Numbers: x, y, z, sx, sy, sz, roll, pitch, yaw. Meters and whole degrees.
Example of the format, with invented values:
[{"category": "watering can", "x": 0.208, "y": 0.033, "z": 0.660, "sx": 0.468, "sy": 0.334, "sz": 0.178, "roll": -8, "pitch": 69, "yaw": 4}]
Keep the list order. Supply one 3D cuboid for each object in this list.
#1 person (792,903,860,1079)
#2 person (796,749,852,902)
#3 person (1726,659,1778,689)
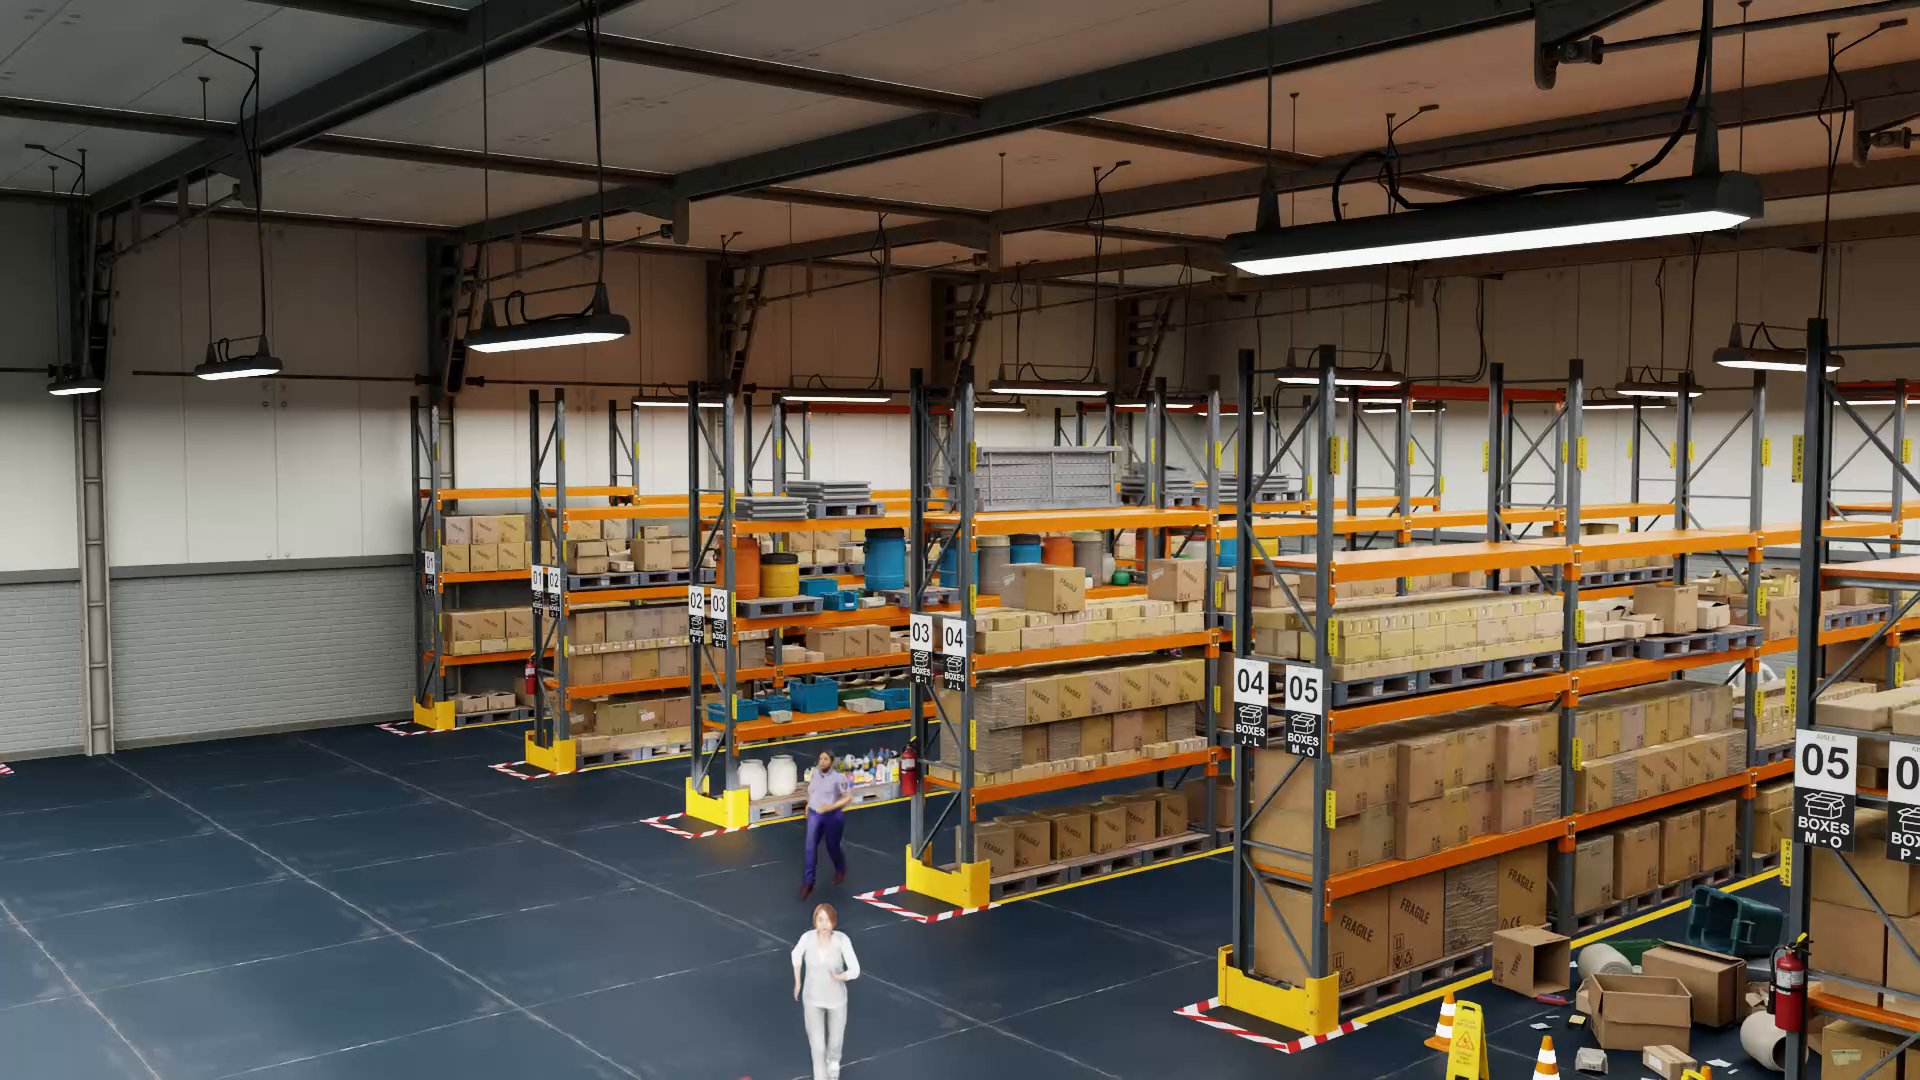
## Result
[{"category": "person", "x": -1.041, "y": 3.580, "z": 12.890, "sx": 0.534, "sy": 1.587, "sz": 0.885, "roll": 0, "pitch": 3, "yaw": -3}, {"category": "person", "x": -1.512, "y": 3.215, "z": 19.010, "sx": 0.618, "sy": 1.669, "sz": 0.874, "roll": 1, "pitch": 4, "yaw": 20}, {"category": "person", "x": 13.168, "y": 2.685, "z": 27.627, "sx": 0.792, "sy": 1.751, "sz": 0.535, "roll": 1, "pitch": 4, "yaw": 18}]
